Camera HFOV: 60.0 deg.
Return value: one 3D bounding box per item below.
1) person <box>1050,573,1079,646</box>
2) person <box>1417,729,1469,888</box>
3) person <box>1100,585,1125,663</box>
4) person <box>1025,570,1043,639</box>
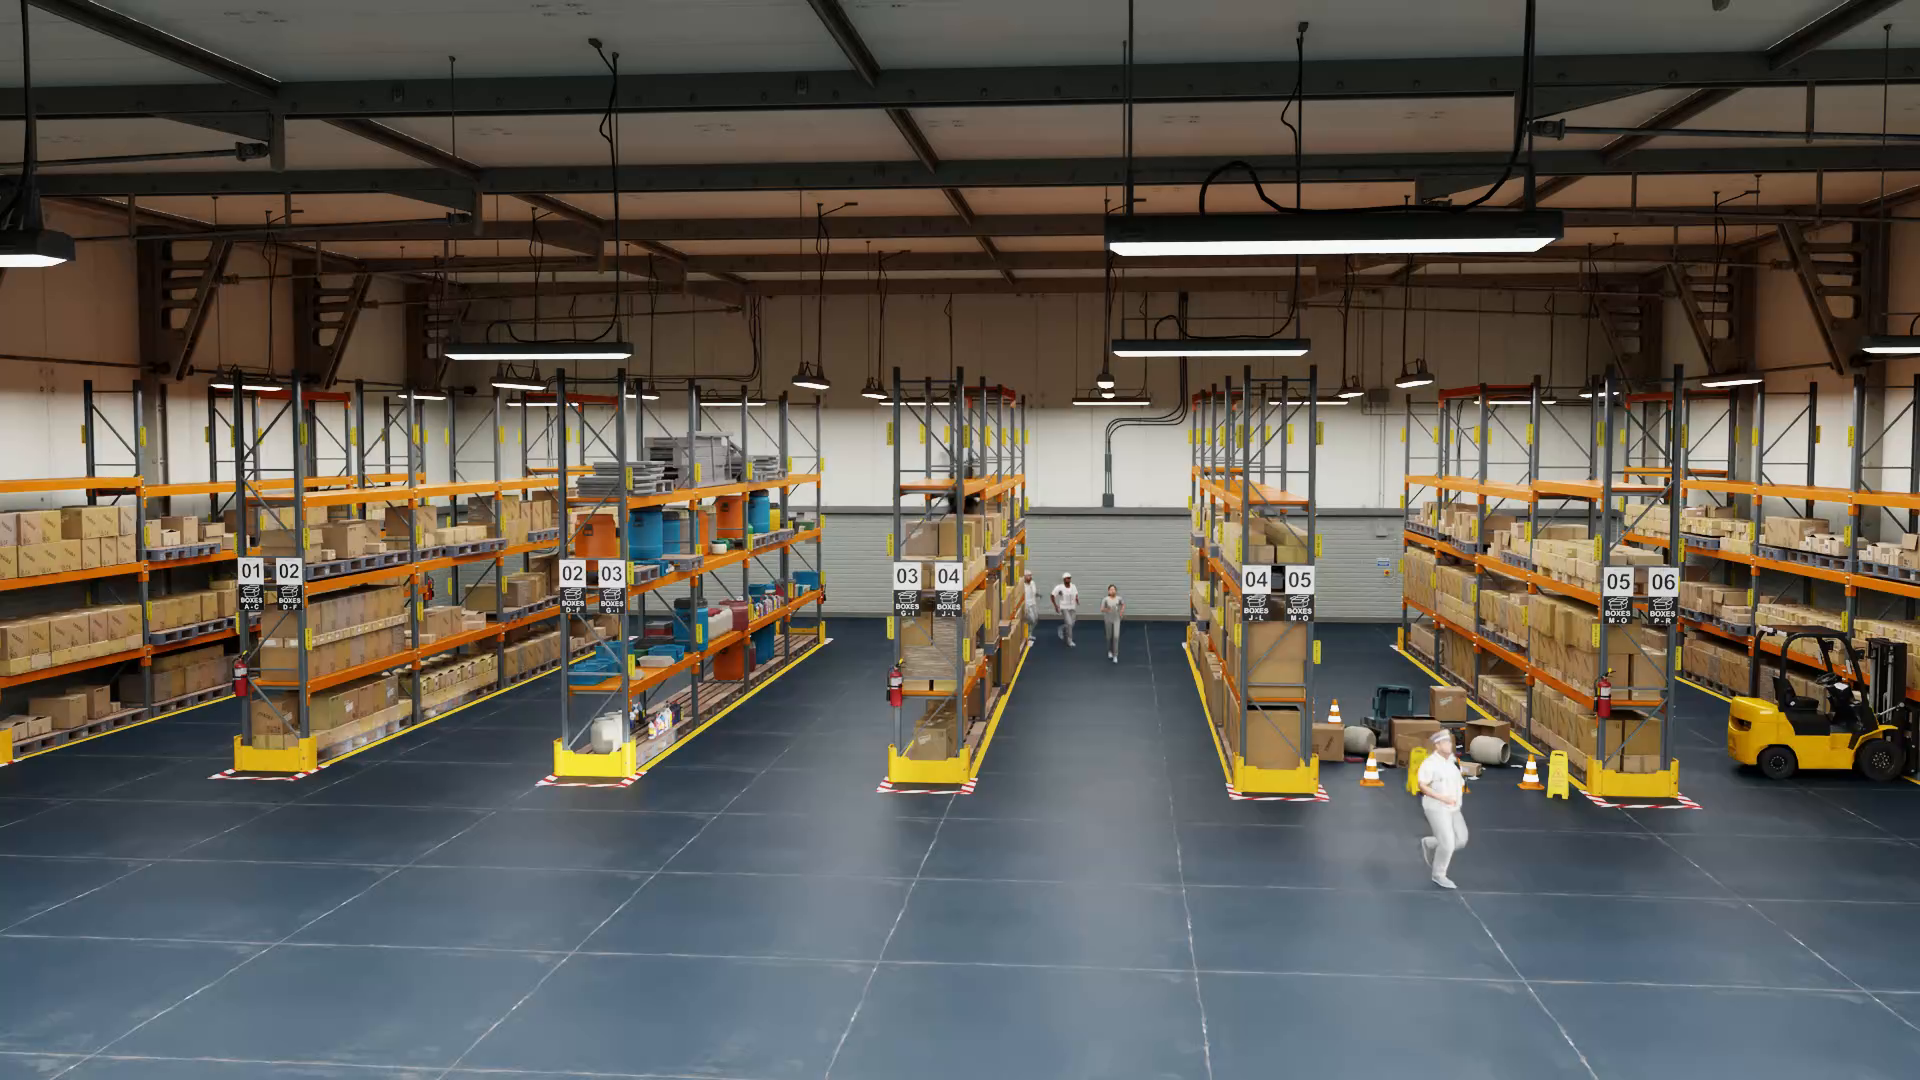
[{"bbox_3d":[2.564,1.656,40.040,0.743,1.746,0.756,-2,4,-34],"label":"person"},{"bbox_3d":[5.403,2.983,18.634,0.697,1.751,0.600,-3,5,-39],"label":"person"},{"bbox_3d":[3.398,1.838,37.055,0.559,1.685,0.884,0,4,4],"label":"person"},{"bbox_3d":[1.697,1.602,40.786,0.614,1.725,0.690,3,5,41],"label":"person"}]
